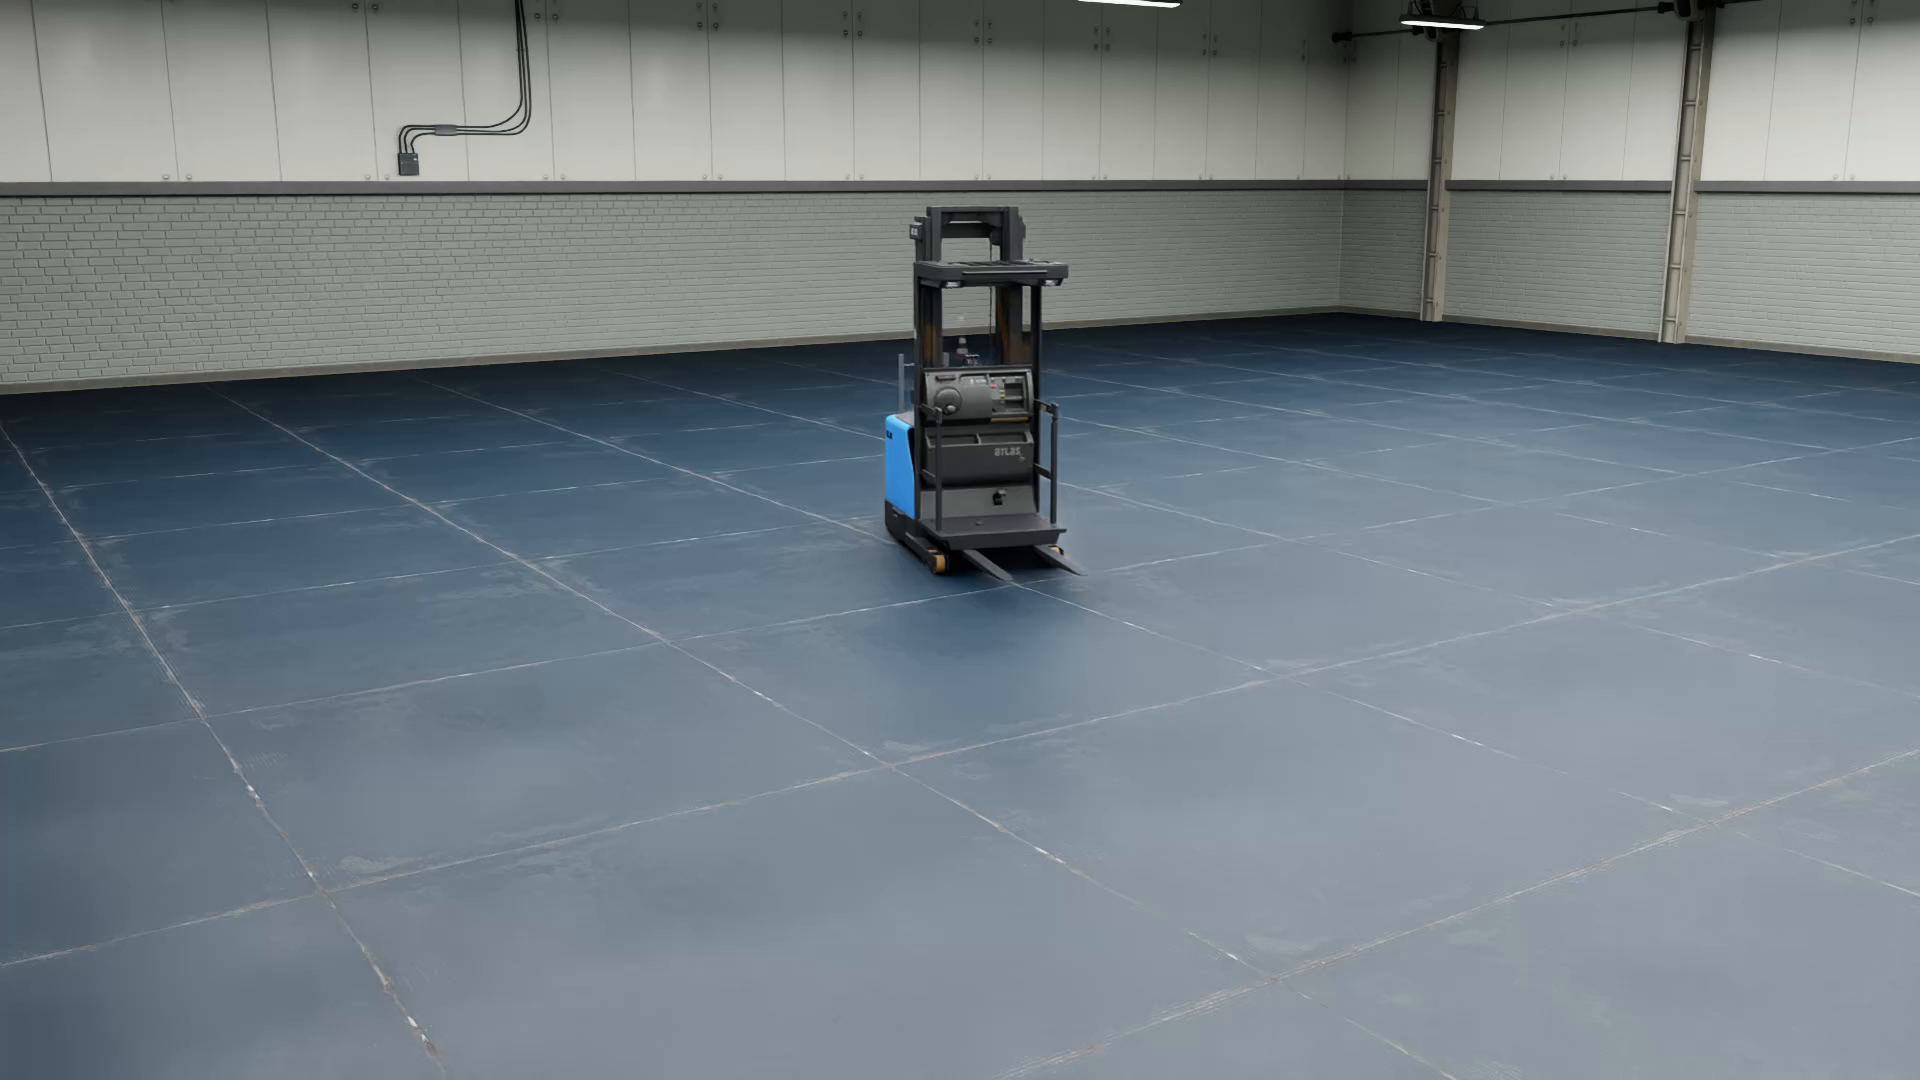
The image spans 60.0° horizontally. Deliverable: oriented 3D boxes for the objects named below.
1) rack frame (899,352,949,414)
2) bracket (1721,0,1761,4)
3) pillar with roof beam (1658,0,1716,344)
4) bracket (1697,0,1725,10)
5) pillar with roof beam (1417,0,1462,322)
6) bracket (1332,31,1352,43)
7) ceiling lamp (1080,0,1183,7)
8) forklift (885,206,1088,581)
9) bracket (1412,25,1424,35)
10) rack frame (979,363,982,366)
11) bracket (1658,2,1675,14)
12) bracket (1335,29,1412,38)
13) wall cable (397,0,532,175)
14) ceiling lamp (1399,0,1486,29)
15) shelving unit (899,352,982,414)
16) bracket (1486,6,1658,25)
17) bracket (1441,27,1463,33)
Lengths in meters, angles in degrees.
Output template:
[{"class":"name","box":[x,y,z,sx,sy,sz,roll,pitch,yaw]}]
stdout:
[{"class":"rack frame","box":[-0.350,-1.078,16.278,0.500,1.500,0.032,-4,13,-17]},{"class":"bracket","box":[15.292,-9.450,28.584,0.076,0.066,4.783,-8,15,-33]},{"class":"pillar with roof beam","box":[10.346,-7.756,29.264,9.100,9.000,0.548,-8,15,-33]},{"class":"bracket","box":[13.865,-9.908,30.679,0.235,0.232,0.430,-8,15,-33]},{"class":"pillar with roof beam","box":[7.022,-8.823,34.143,9.100,9.000,0.548,-8,15,-33]},{"class":"bracket","box":[8.767,-11.544,38.161,0.235,0.232,0.430,-8,15,-33]},{"class":"ceiling lamp","box":[2.507,-10.041,26.049,2.000,3.185,0.800,-8,15,-33]},{"class":"forklift","box":[0.223,-1.244,13.691,1.130,2.935,3.031,-4,13,-16]},{"class":"bracket","box":[10.080,-11.123,36.234,0.235,0.232,0.430,-8,15,-33]},{"class":"rack frame","box":[-0.045,-0.870,15.331,0.500,1.500,0.032,-4,13,-17]},{"class":"bracket","box":[13.405,-10.056,31.354,0.235,0.232,0.430,-8,15,-33]},{"class":"bracket","box":[9.095,-11.439,37.681,0.076,0.066,3.189,-8,15,-33]},{"class":"wall cable","box":[-8.237,-9.067,27.297,2.305,6.003,0.169,-8,15,-33]},{"class":"ceiling lamp","box":[8.617,-10.910,30.022,2.000,3.185,0.800,-8,15,-33]},{"class":"shelving unit","box":[-0.198,-0.974,15.805,0.538,1.500,1.048,-4,13,-17]},{"class":"bracket","box":[11.968,-10.517,33.464,0.076,0.066,4.783,-8,15,-33]},{"class":"bracket","box":[10.540,-10.975,35.559,0.235,0.232,0.430,-8,15,-33]}]
